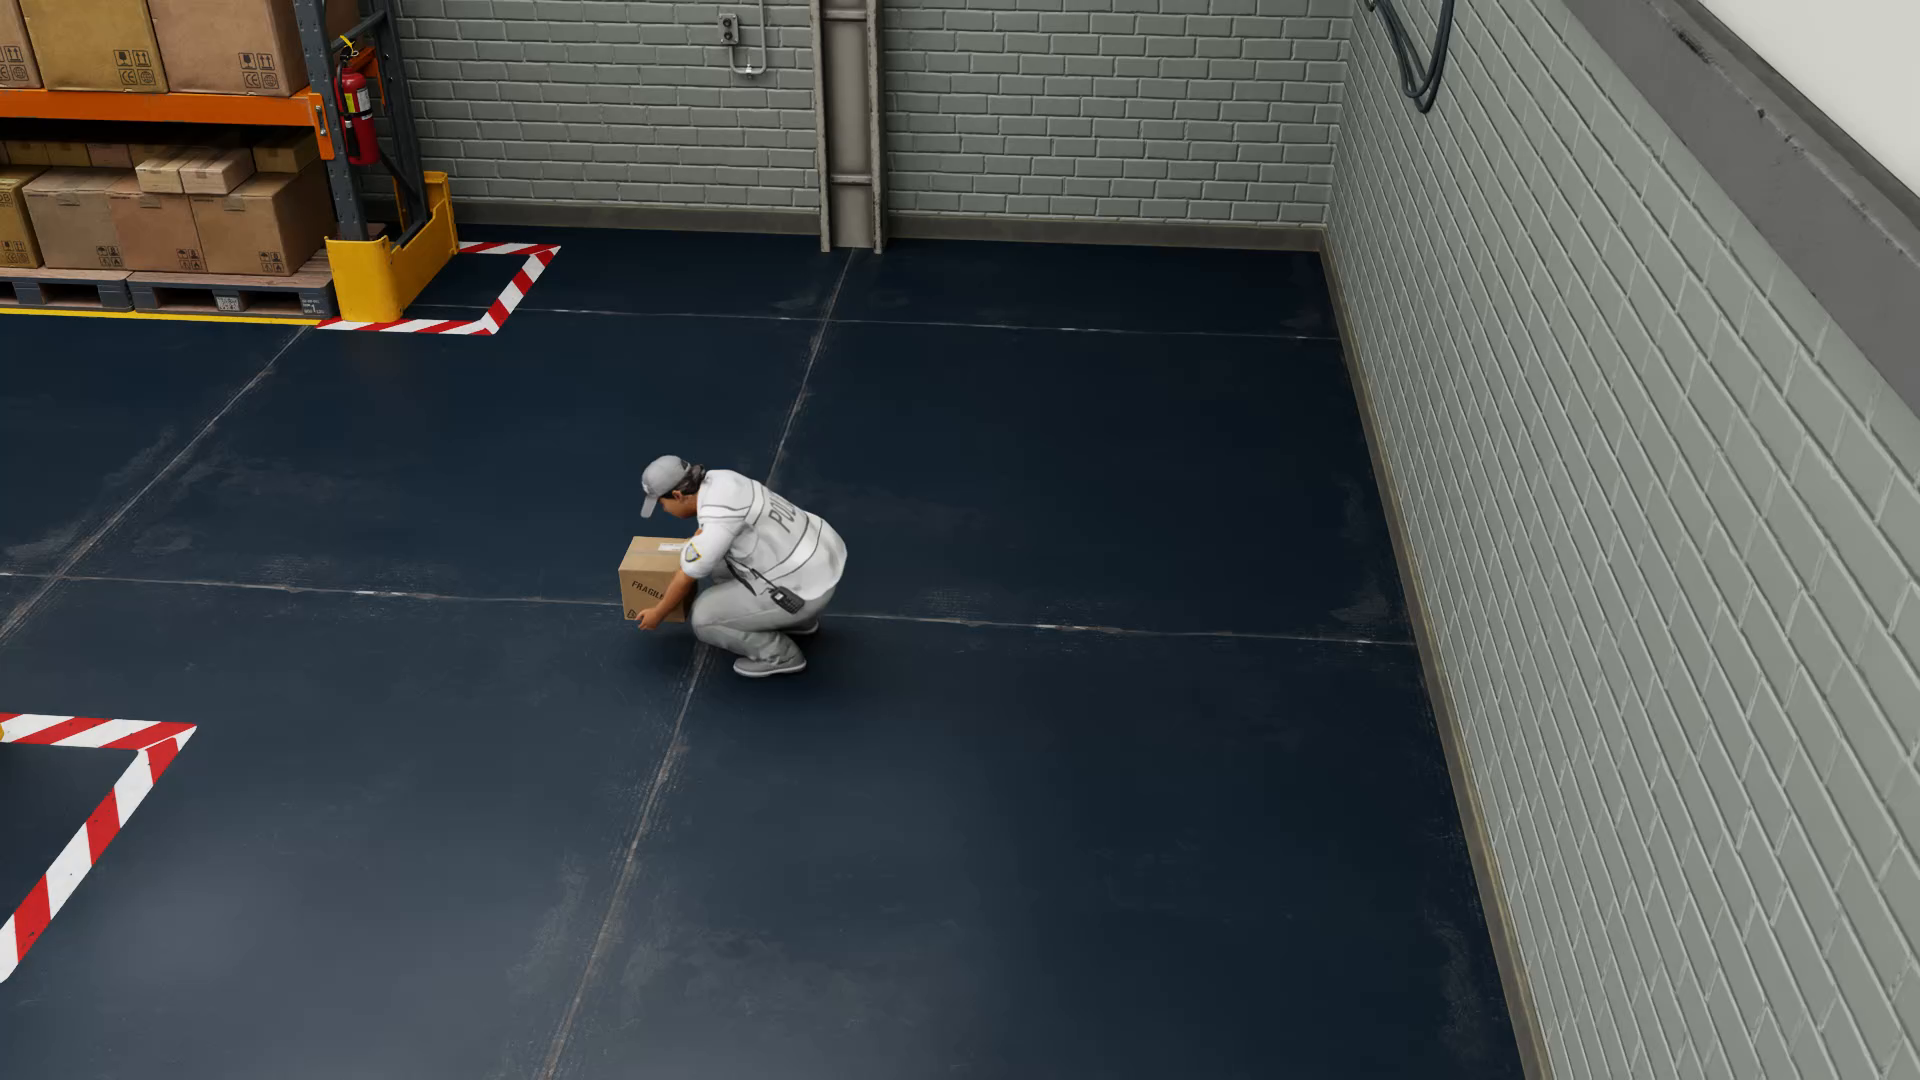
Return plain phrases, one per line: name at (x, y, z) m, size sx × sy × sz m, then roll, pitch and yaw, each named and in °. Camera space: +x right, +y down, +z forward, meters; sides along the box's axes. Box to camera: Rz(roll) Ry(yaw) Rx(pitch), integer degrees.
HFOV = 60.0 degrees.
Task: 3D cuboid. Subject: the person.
person at (-0.905, 0.065, 6.729) m, size 0.821 × 0.938 × 0.530 m, roll 2°, pitch 32°, yaw 4°
